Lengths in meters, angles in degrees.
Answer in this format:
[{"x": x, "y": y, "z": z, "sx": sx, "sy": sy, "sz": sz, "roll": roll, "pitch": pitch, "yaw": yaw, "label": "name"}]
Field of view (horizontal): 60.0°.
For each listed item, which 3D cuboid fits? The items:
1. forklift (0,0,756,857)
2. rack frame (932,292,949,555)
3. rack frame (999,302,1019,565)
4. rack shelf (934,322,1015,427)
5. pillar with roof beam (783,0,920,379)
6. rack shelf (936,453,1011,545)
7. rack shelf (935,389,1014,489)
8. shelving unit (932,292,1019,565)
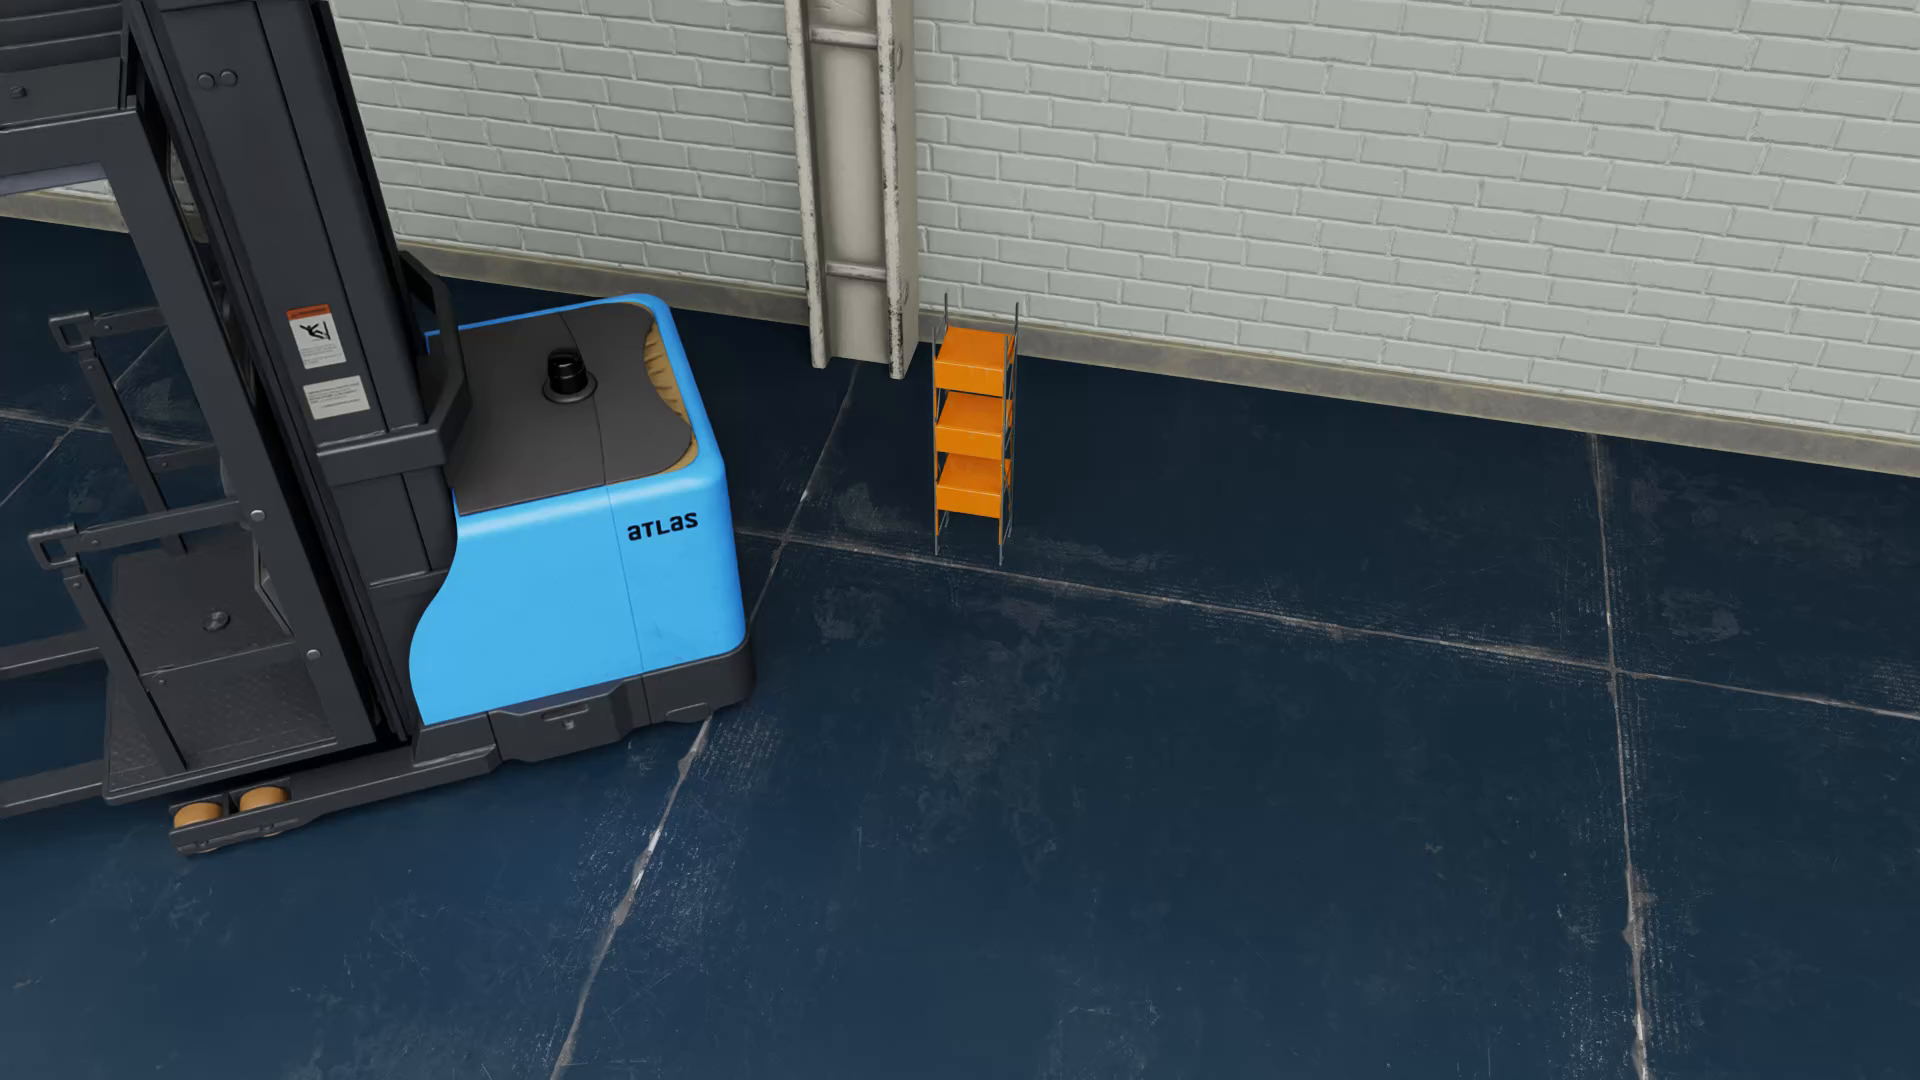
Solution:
[{"x": -2.266, "y": -0.487, "z": 4.643, "sx": 3.031, "sy": 2.935, "sz": 1.130, "roll": -13, "pitch": 45, "yaw": -13, "label": "forklift"}, {"x": -0.067, "y": -0.389, "z": 5.897, "sx": 0.008, "sy": 1.050, "sz": 0.200, "roll": 9, "pitch": 45, "yaw": 9, "label": "rack frame"}, {"x": 0.171, "y": -0.352, "z": 5.858, "sx": 0.008, "sy": 1.050, "sz": 0.200, "roll": 9, "pitch": 45, "yaw": 9, "label": "rack frame"}, {"x": 0.052, "y": -0.567, "z": 5.688, "sx": 0.240, "sy": 0.259, "sz": 0.215, "roll": 9, "pitch": 45, "yaw": 9, "label": "rack shelf"}, {"x": -1.338, "y": -1.133, "z": 0.938, "sx": 0.400, "sy": 9.000, "sz": 9.100, "roll": 9, "pitch": 45, "yaw": 9, "label": "pillar with roof beam"}, {"x": 0.052, "y": -0.162, "z": 6.078, "sx": 0.240, "sy": 0.259, "sz": 0.215, "roll": 9, "pitch": 45, "yaw": 9, "label": "rack shelf"}, {"x": 0.052, "y": -0.363, "z": 5.885, "sx": 0.240, "sy": 0.259, "sz": 0.215, "roll": 9, "pitch": 45, "yaw": 9, "label": "rack shelf"}, {"x": 0.052, "y": -0.370, "z": 5.877, "sx": 0.252, "sy": 1.050, "sz": 0.215, "roll": 9, "pitch": 45, "yaw": 9, "label": "shelving unit"}]
